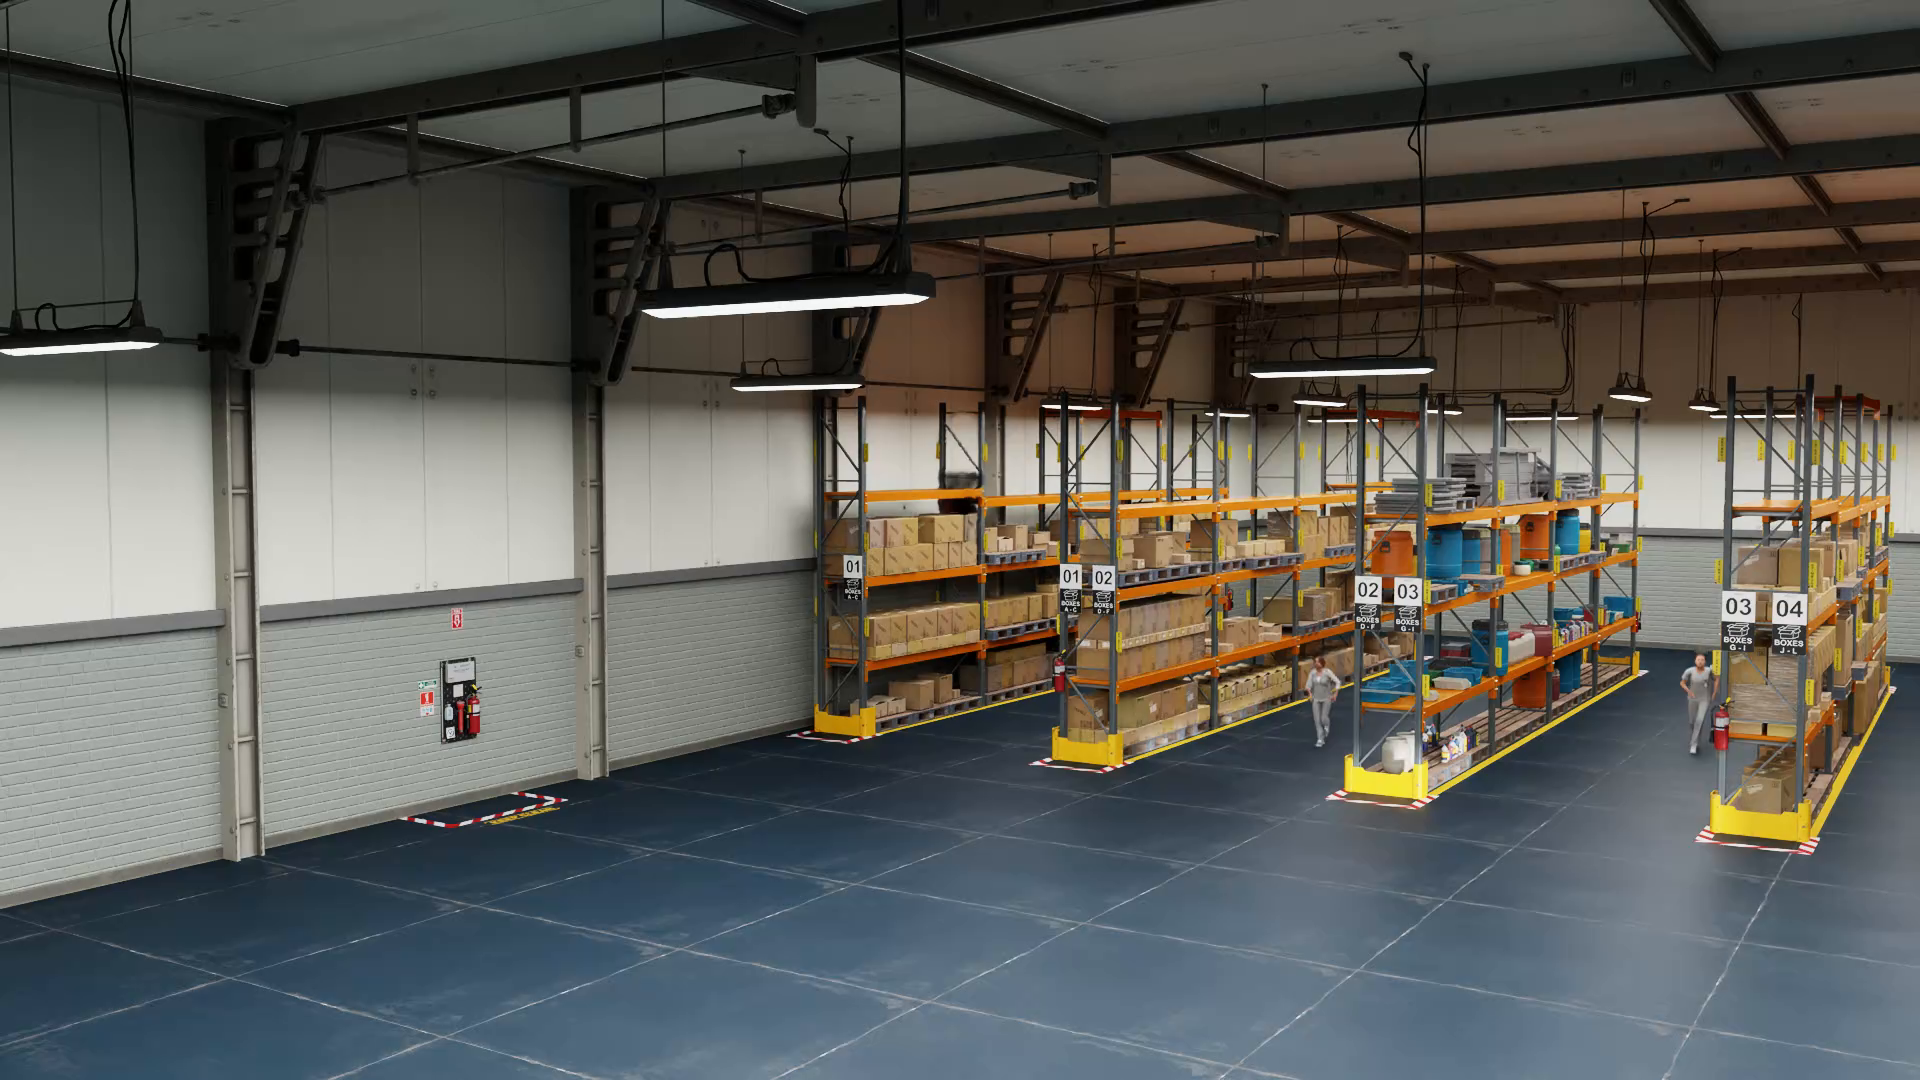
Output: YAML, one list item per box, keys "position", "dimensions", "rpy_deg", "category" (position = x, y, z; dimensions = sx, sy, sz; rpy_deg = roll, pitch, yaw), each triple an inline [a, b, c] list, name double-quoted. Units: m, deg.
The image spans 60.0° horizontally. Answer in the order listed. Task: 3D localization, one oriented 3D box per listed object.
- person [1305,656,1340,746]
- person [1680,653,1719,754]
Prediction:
- position: [6.150, 2.747, 28.296]
  dimensions: [0.560, 1.558, 0.605]
  rpy_deg: [2, 3, 28]
  category: "person"
- position: [12.432, 2.710, 27.970]
  dimensions: [0.588, 1.661, 0.957]
  rpy_deg: [1, 3, 25]
  category: "person"
